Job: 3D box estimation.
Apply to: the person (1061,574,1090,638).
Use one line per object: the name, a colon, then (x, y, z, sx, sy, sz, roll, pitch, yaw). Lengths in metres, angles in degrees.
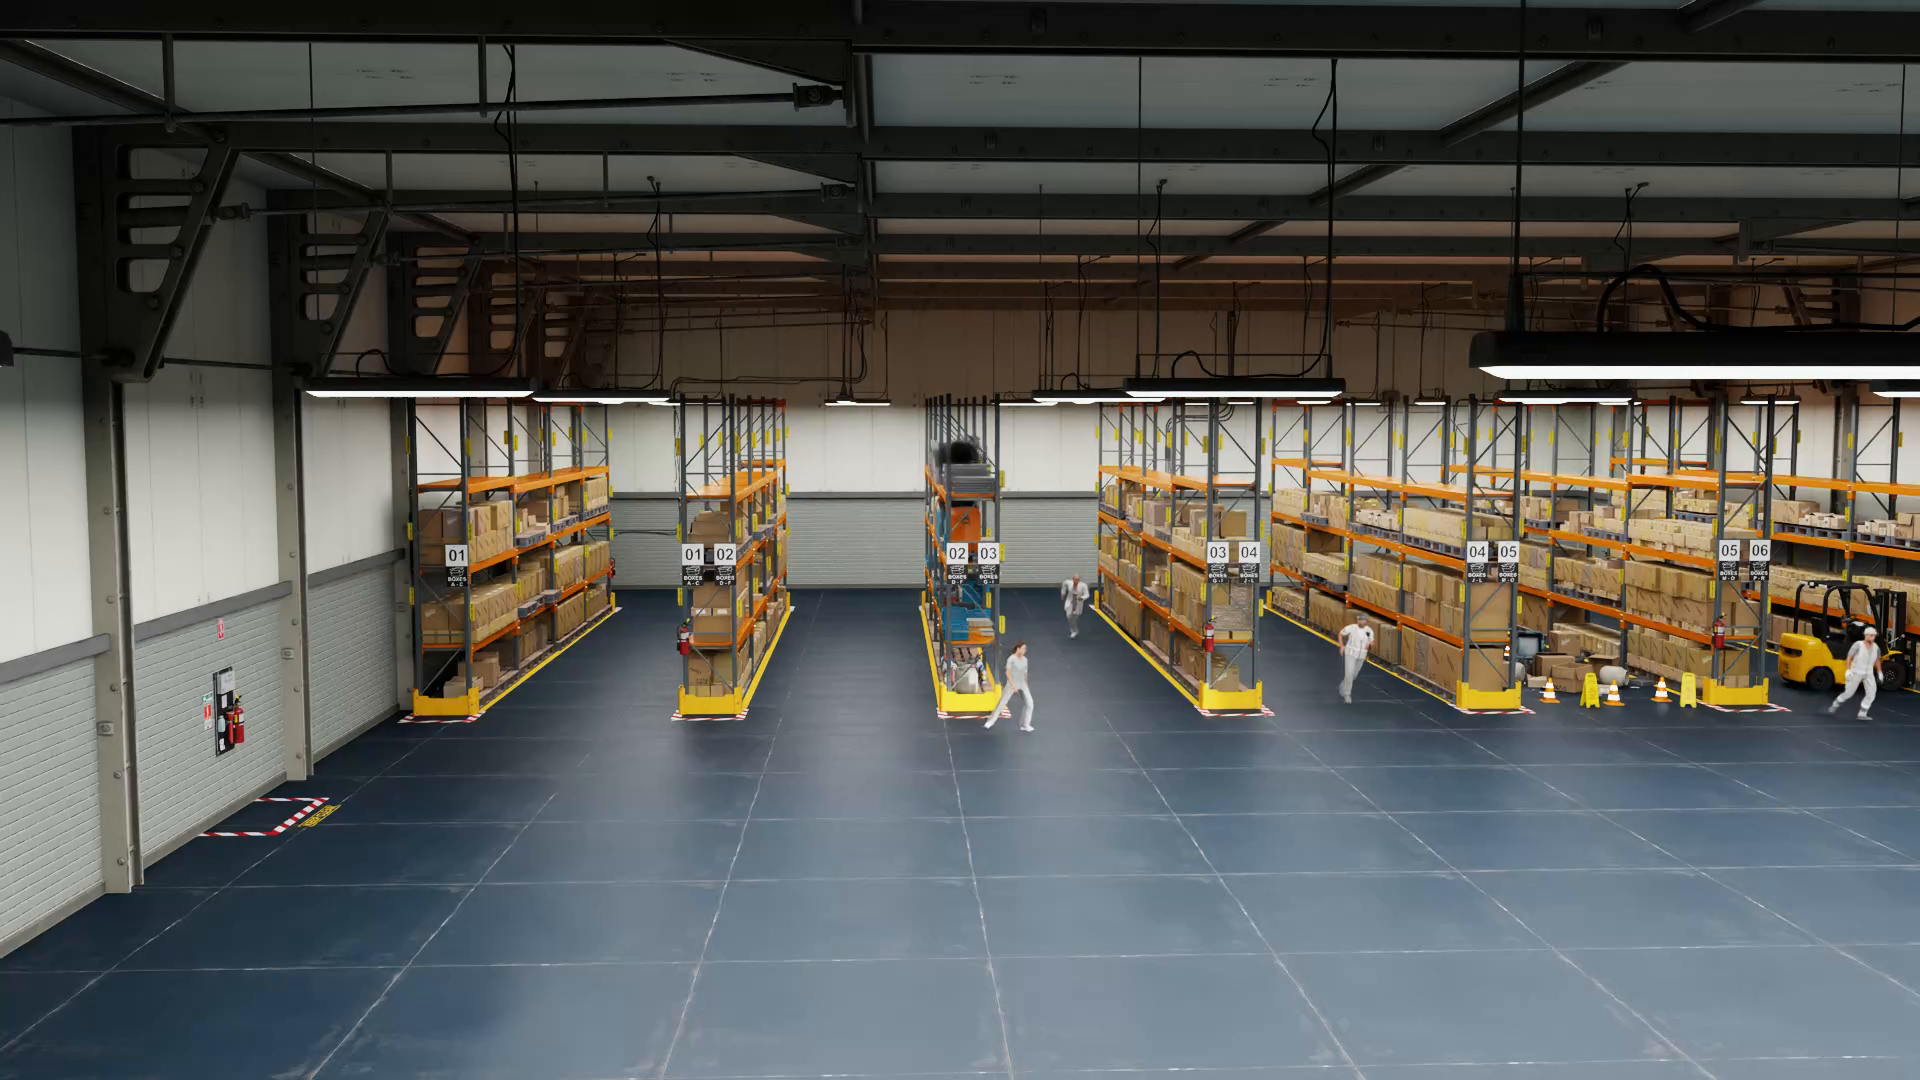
person: (2.889, 1.615, 41.678, 0.731, 1.612, 1.179, 0, 5, 6)

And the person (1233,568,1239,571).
person: (7.761, 1.229, 46.632, 0.581, 1.699, 0.704, 0, 5, 4)

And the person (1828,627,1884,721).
person: (16.523, 2.444, 30.610, 0.787, 1.732, 0.715, 0, 5, -3)

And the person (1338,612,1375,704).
person: (7.766, 2.264, 32.601, 0.727, 1.727, 0.946, -1, 5, -10)

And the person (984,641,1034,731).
person: (0.850, 2.587, 29.543, 0.754, 1.608, 0.708, -2, 5, -27)
